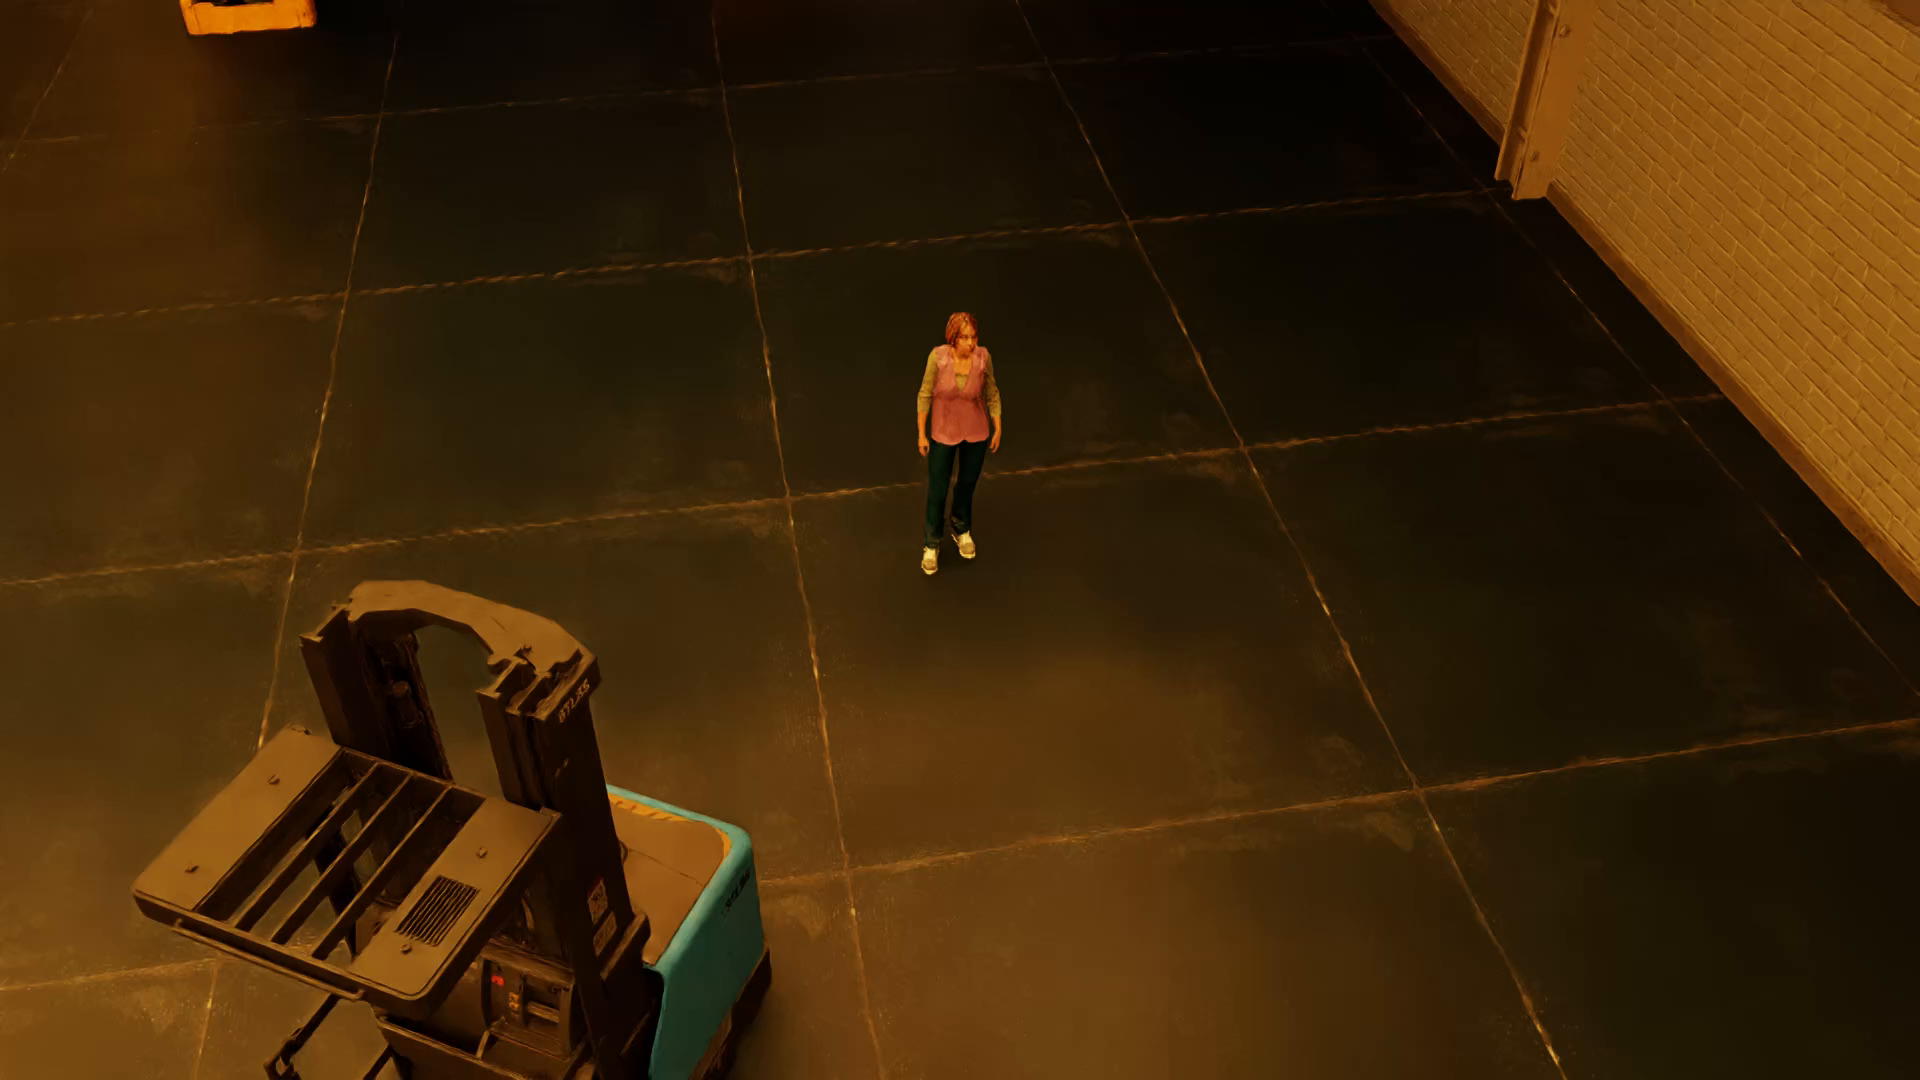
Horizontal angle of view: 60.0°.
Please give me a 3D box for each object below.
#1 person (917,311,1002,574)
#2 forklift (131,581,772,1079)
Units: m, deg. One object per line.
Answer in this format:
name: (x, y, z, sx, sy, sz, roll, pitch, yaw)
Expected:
person: (-0.001, -0.565, 9.641, 0.520, 1.597, 0.474, -7, 41, -8)
forklift: (-1.895, 1.713, 5.942, 1.130, 2.935, 3.031, 15, 42, 17)
